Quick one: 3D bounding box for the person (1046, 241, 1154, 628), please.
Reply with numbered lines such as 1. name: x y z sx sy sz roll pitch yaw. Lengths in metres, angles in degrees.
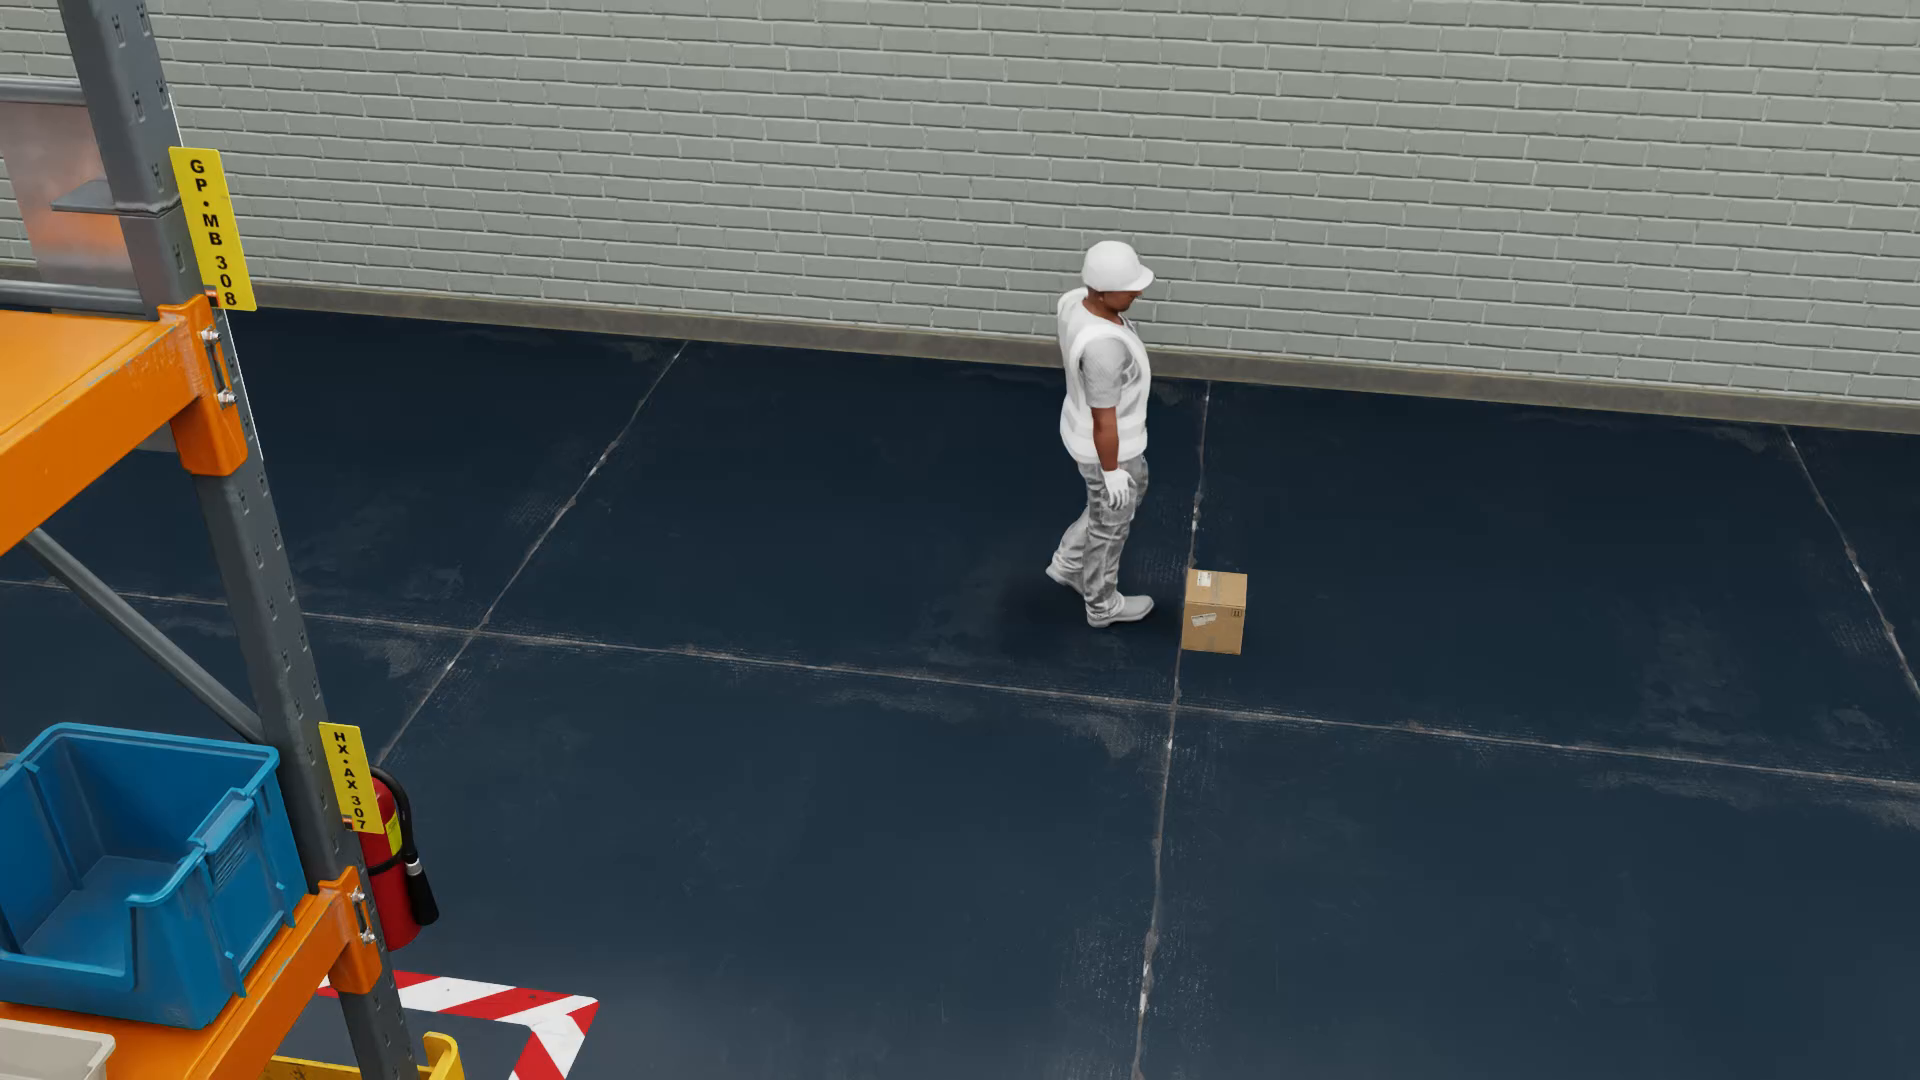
1. person: 0.623 -0.401 6.748 0.460 1.783 0.595 -5 32 -8
